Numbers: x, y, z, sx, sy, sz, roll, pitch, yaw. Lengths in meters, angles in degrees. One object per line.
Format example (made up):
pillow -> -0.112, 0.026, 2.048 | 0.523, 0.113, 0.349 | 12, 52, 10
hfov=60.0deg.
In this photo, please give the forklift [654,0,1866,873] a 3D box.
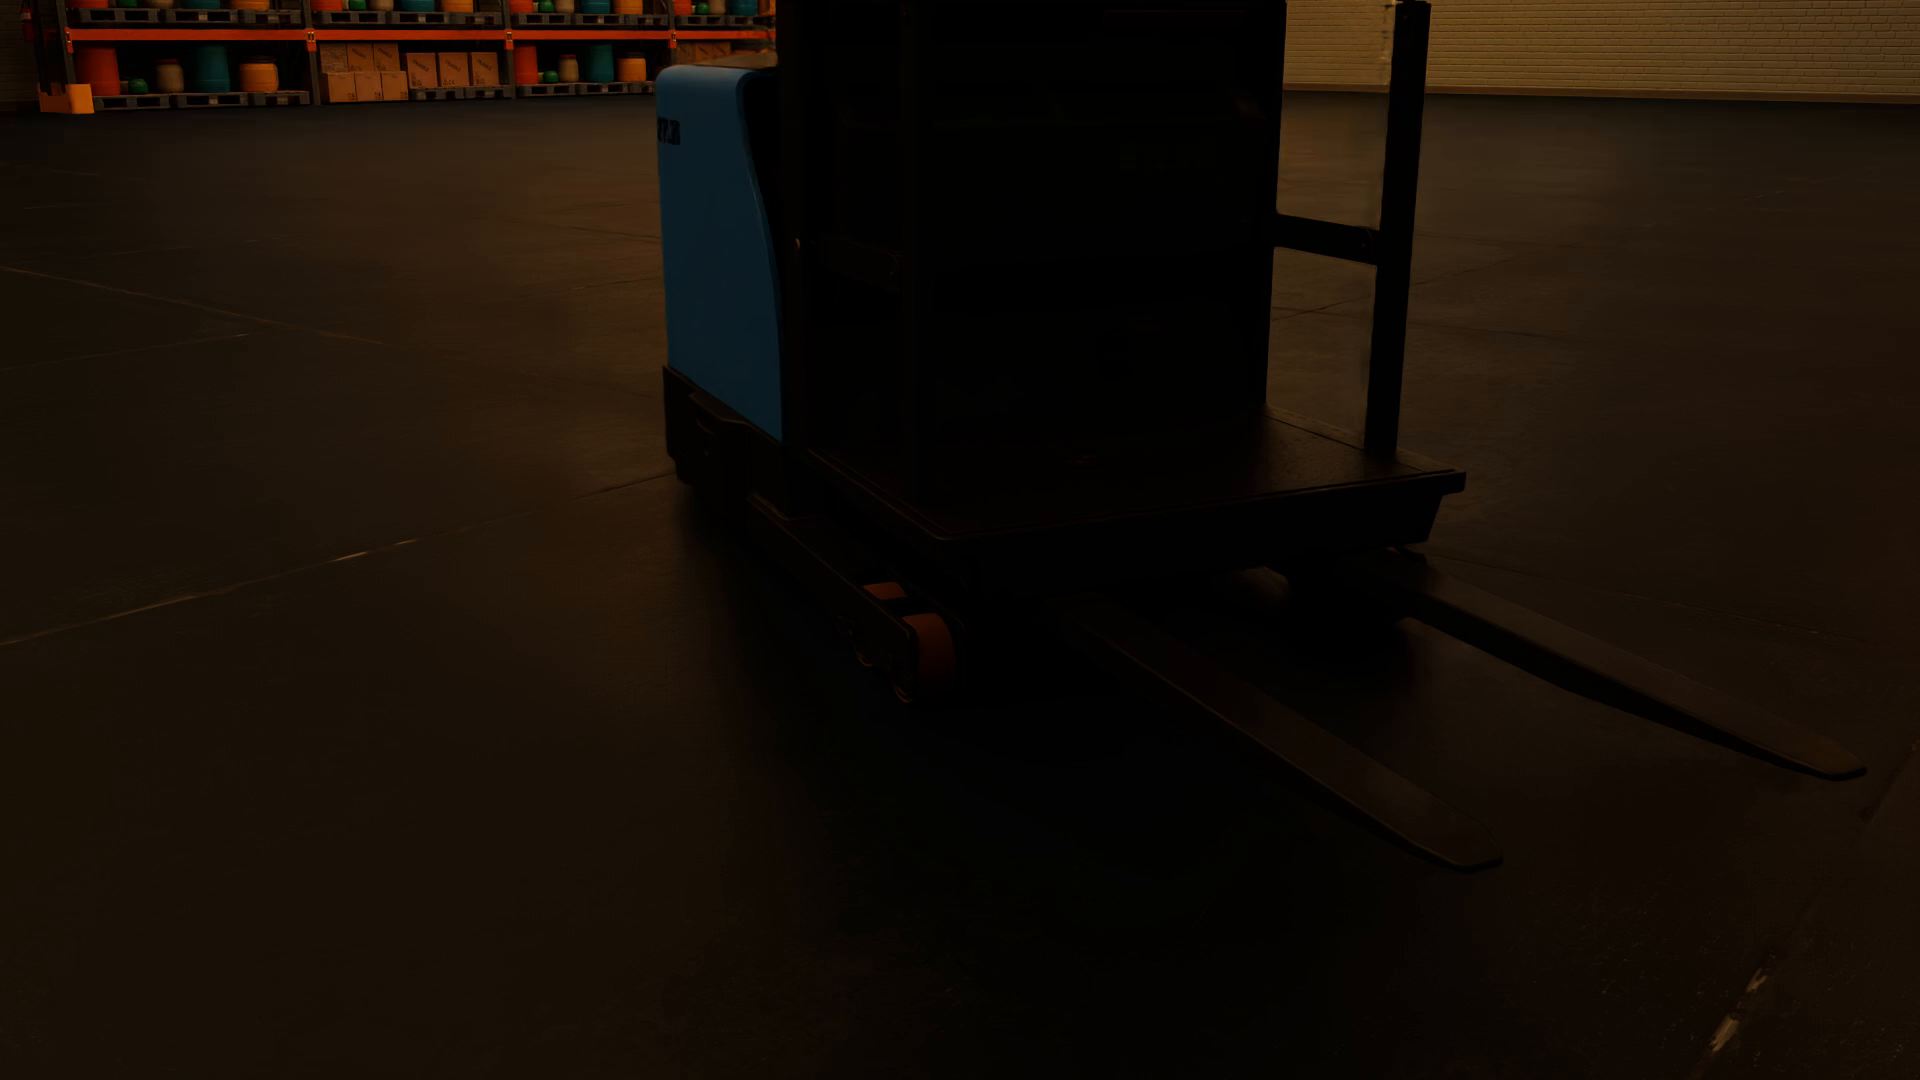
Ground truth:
forklift -> 0.272, -1.250, 3.013 | 1.130, 2.935, 3.031 | -7, 18, -23
